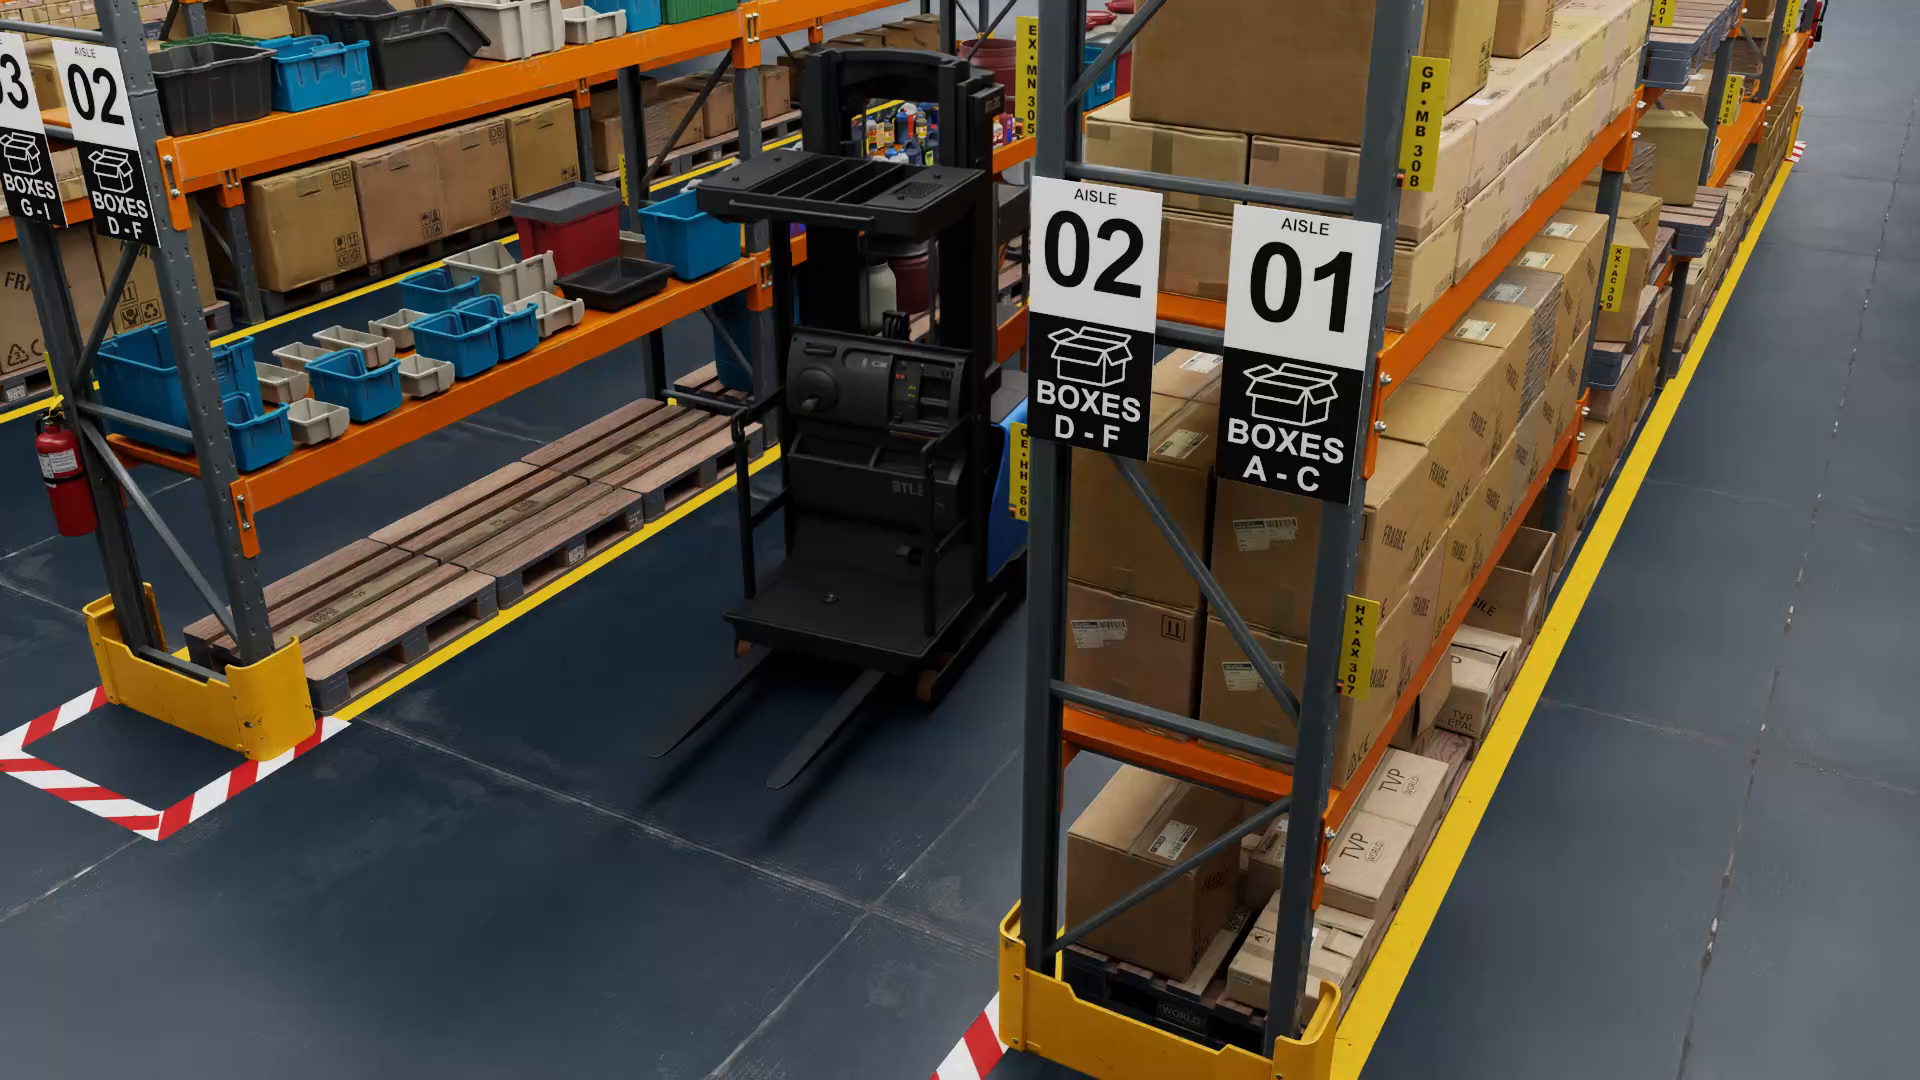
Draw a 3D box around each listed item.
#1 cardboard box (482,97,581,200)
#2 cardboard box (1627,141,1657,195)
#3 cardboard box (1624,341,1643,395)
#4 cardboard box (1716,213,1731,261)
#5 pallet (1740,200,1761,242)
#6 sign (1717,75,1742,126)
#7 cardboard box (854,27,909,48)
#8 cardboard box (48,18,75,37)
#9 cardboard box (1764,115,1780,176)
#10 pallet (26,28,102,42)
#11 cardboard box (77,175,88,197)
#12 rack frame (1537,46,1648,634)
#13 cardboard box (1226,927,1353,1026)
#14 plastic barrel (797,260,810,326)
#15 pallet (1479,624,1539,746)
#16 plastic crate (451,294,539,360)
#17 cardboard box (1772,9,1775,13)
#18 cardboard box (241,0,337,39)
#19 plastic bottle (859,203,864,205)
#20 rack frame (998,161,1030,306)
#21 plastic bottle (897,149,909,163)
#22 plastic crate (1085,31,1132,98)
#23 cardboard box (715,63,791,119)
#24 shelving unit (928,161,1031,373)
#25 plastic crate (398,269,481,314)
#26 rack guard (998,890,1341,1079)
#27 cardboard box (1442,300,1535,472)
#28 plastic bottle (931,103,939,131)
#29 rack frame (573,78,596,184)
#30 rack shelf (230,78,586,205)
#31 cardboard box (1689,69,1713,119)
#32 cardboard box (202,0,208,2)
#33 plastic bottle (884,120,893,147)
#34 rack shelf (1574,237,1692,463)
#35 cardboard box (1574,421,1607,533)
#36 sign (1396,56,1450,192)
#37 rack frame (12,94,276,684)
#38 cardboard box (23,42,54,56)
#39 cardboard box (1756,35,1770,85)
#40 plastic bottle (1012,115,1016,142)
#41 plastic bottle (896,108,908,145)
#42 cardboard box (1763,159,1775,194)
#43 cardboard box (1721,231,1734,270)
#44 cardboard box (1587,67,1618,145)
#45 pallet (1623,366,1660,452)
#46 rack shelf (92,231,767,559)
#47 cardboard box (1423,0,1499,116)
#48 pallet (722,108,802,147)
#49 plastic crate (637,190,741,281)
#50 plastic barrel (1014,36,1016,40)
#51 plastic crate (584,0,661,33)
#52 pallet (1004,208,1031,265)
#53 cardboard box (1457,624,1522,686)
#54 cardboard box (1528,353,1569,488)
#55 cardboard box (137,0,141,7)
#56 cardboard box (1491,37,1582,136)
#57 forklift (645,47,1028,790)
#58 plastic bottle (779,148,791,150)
[{"bbox_3d":[-4.371,-3.693,15.681,1.225,0.875,0.875,13,29,24],"label":"cardboard box"},{"bbox_3d":[3.781,-2.185,10.182,0.700,0.500,0.500,21,33,35],"label":"cardboard box"},{"bbox_3d":[3.830,-1.112,10.084,0.500,0.250,0.500,14,30,25],"label":"cardboard box"},{"bbox_3d":[5.879,-2.490,13.350,0.500,0.311,0.500,14,30,25],"label":"cardboard box"},{"bbox_3d":[7.005,-3.149,15.806,1.003,0.211,1.213,14,30,26],"label":"pallet"},{"bbox_3d":[5.086,-2.903,10.994,0.100,0.325,0.005,14,30,26],"label":"sign"},{"bbox_3d":[-0.989,-6.187,21.083,0.500,0.500,0.500,17,31,31],"label":"cardboard box"},{"bbox_3d":[-8.892,-5.028,16.254,0.380,0.149,0.250,13,29,24],"label":"cardboard box"},{"bbox_3d":[7.317,-3.698,15.550,0.500,0.500,0.500,14,30,26],"label":"cardboard box"},{"bbox_3d":[-9.221,-4.985,16.572,1.003,0.211,1.213,14,30,26],"label":"pallet"},{"bbox_3d":[-6.226,-2.557,11.787,0.380,0.149,0.250,15,30,27],"label":"cardboard box"},{"bbox_3d":[2.641,-0.978,8.352,1.000,3.000,0.127,14,30,26],"label":"rack frame"},{"bbox_3d":[1.179,1.572,5.953,0.380,0.149,0.250,14,30,26],"label":"cardboard box"},{"bbox_3d":[-1.039,-1.804,11.877,0.600,0.901,0.708,14,30,26],"label":"plastic barrel"},{"bbox_3d":[2.303,0.537,8.442,1.003,0.211,1.213,14,30,26],"label":"pallet"},{"bbox_3d":[-2.434,-1.117,8.750,0.416,0.233,0.300,14,30,26],"label":"plastic crate"},{"bbox_3d":[7.127,-4.691,14.934,0.380,0.149,0.250,13,30,25],"label":"cardboard box"},{"bbox_3d":[-5.327,-4.170,13.496,0.797,0.503,0.637,15,30,27],"label":"cardboard box"},{"bbox_3d":[-0.681,-2.413,11.350,0.061,0.283,0.133,14,30,26],"label":"plastic bottle"},{"bbox_3d":[0.206,-1.205,9.811,0.400,2.100,0.015,11,29,20],"label":"rack frame"},{"bbox_3d":[-0.412,-2.637,11.811,0.097,0.271,0.097,0,27,0],"label":"plastic bottle"},{"bbox_3d":[1.360,-4.220,14.758,0.402,0.464,0.583,14,30,26],"label":"plastic crate"},{"bbox_3d":[-2.367,-5.123,18.934,0.700,0.500,0.500,12,29,22],"label":"cardboard box"},{"bbox_3d":[0.112,-1.104,9.610,0.431,2.100,0.503,11,29,20],"label":"shelving unit"},{"bbox_3d":[-2.850,-1.320,9.156,0.416,0.233,0.300,14,30,26],"label":"plastic crate"},{"bbox_3d":[0.711,1.669,5.857,1.175,0.500,0.348,14,30,26],"label":"rack guard"},{"bbox_3d":[1.872,-0.623,6.415,0.500,0.500,0.500,14,30,26],"label":"cardboard box"},{"bbox_3d":[-0.196,-3.476,13.482,0.152,0.276,0.135,14,30,26],"label":"plastic bottle"},{"bbox_3d":[-4.014,-4.720,15.827,1.000,3.000,0.127,14,30,26],"label":"rack frame"},{"bbox_3d":[-4.998,-3.618,14.431,1.077,0.370,4.000,14,30,26],"label":"rack shelf"},{"bbox_3d":[5.679,-3.444,13.167,0.500,0.500,0.500,14,30,26],"label":"cardboard box"},{"bbox_3d":[-8.125,-5.633,17.464,0.380,0.149,0.250,15,30,27],"label":"cardboard box"},{"bbox_3d":[-0.570,-3.171,12.956,0.097,0.201,0.097,0,27,0],"label":"plastic bottle"},{"bbox_3d":[3.625,-1.436,10.070,1.077,0.370,4.000,14,30,26],"label":"rack shelf"},{"bbox_3d":[3.344,-0.402,9.503,0.500,0.500,0.500,15,30,27],"label":"cardboard box"},{"bbox_3d":[1.146,-1.032,4.133,0.100,0.325,0.005,14,30,26],"label":"sign"},{"bbox_3d":[-3.637,-0.511,7.420,1.000,3.000,0.127,14,30,26],"label":"rack frame"},{"bbox_3d":[-6.689,-3.241,11.872,0.500,0.500,0.500,14,30,26],"label":"cardboard box"},{"bbox_3d":[7.043,-4.522,15.320,0.700,0.500,0.500,14,30,26],"label":"cardboard box"},{"bbox_3d":[0.398,-3.248,13.108,0.097,0.201,0.097,0,27,0],"label":"plastic bottle"},{"bbox_3d":[-0.451,-3.241,13.017,0.097,0.271,0.097,0,27,0],"label":"plastic bottle"},{"bbox_3d":[7.570,-3.555,16.104,0.500,0.250,0.500,14,30,26],"label":"cardboard box"},{"bbox_3d":[6.124,-2.432,13.860,0.500,0.250,0.500,15,30,27],"label":"cardboard box"},{"bbox_3d":[2.378,-1.811,6.834,0.500,0.250,0.500,14,30,26],"label":"cardboard box"},{"bbox_3d":[4.209,-1.007,11.526,1.003,0.211,1.213,14,30,26],"label":"pallet"},{"bbox_3d":[-2.653,-0.969,9.138,1.077,0.370,4.000,14,30,26],"label":"rack shelf"},{"bbox_3d":[1.232,-1.632,5.080,0.700,0.500,0.500,14,30,26],"label":"cardboard box"},{"bbox_3d":[-2.428,-4.728,18.959,1.003,0.211,1.213,14,30,26],"label":"pallet"},{"bbox_3d":[-1.602,-1.833,10.011,0.392,0.384,0.575,14,30,26],"label":"plastic crate"},{"bbox_3d":[0.618,-4.127,14.518,0.421,0.512,0.421,0,27,0],"label":"plastic barrel"},{"bbox_3d":[-1.839,-2.911,9.051,0.416,0.233,0.300,14,30,26],"label":"plastic crate"},{"bbox_3d":[0.713,-2.675,14.859,1.003,0.211,1.213,14,30,26],"label":"pallet"},{"bbox_3d":[2.476,0.544,8.005,0.380,0.149,0.250,14,30,26],"label":"cardboard box"},{"bbox_3d":[2.366,-0.570,7.426,0.500,0.500,0.500,15,30,28],"label":"cardboard box"},{"bbox_3d":[-8.510,-5.462,16.789,0.380,0.149,0.250,14,30,26],"label":"cardboard box"},{"bbox_3d":[1.895,-1.643,5.940,0.500,0.250,0.500,14,30,26],"label":"cardboard box"},{"bbox_3d":[-0.498,-0.726,7.926,1.130,2.935,3.031,11,29,20],"label":"forklift"},{"bbox_3d":[-1.263,-2.631,11.793,0.152,0.276,0.135,14,30,26],"label":"plastic bottle"}]
